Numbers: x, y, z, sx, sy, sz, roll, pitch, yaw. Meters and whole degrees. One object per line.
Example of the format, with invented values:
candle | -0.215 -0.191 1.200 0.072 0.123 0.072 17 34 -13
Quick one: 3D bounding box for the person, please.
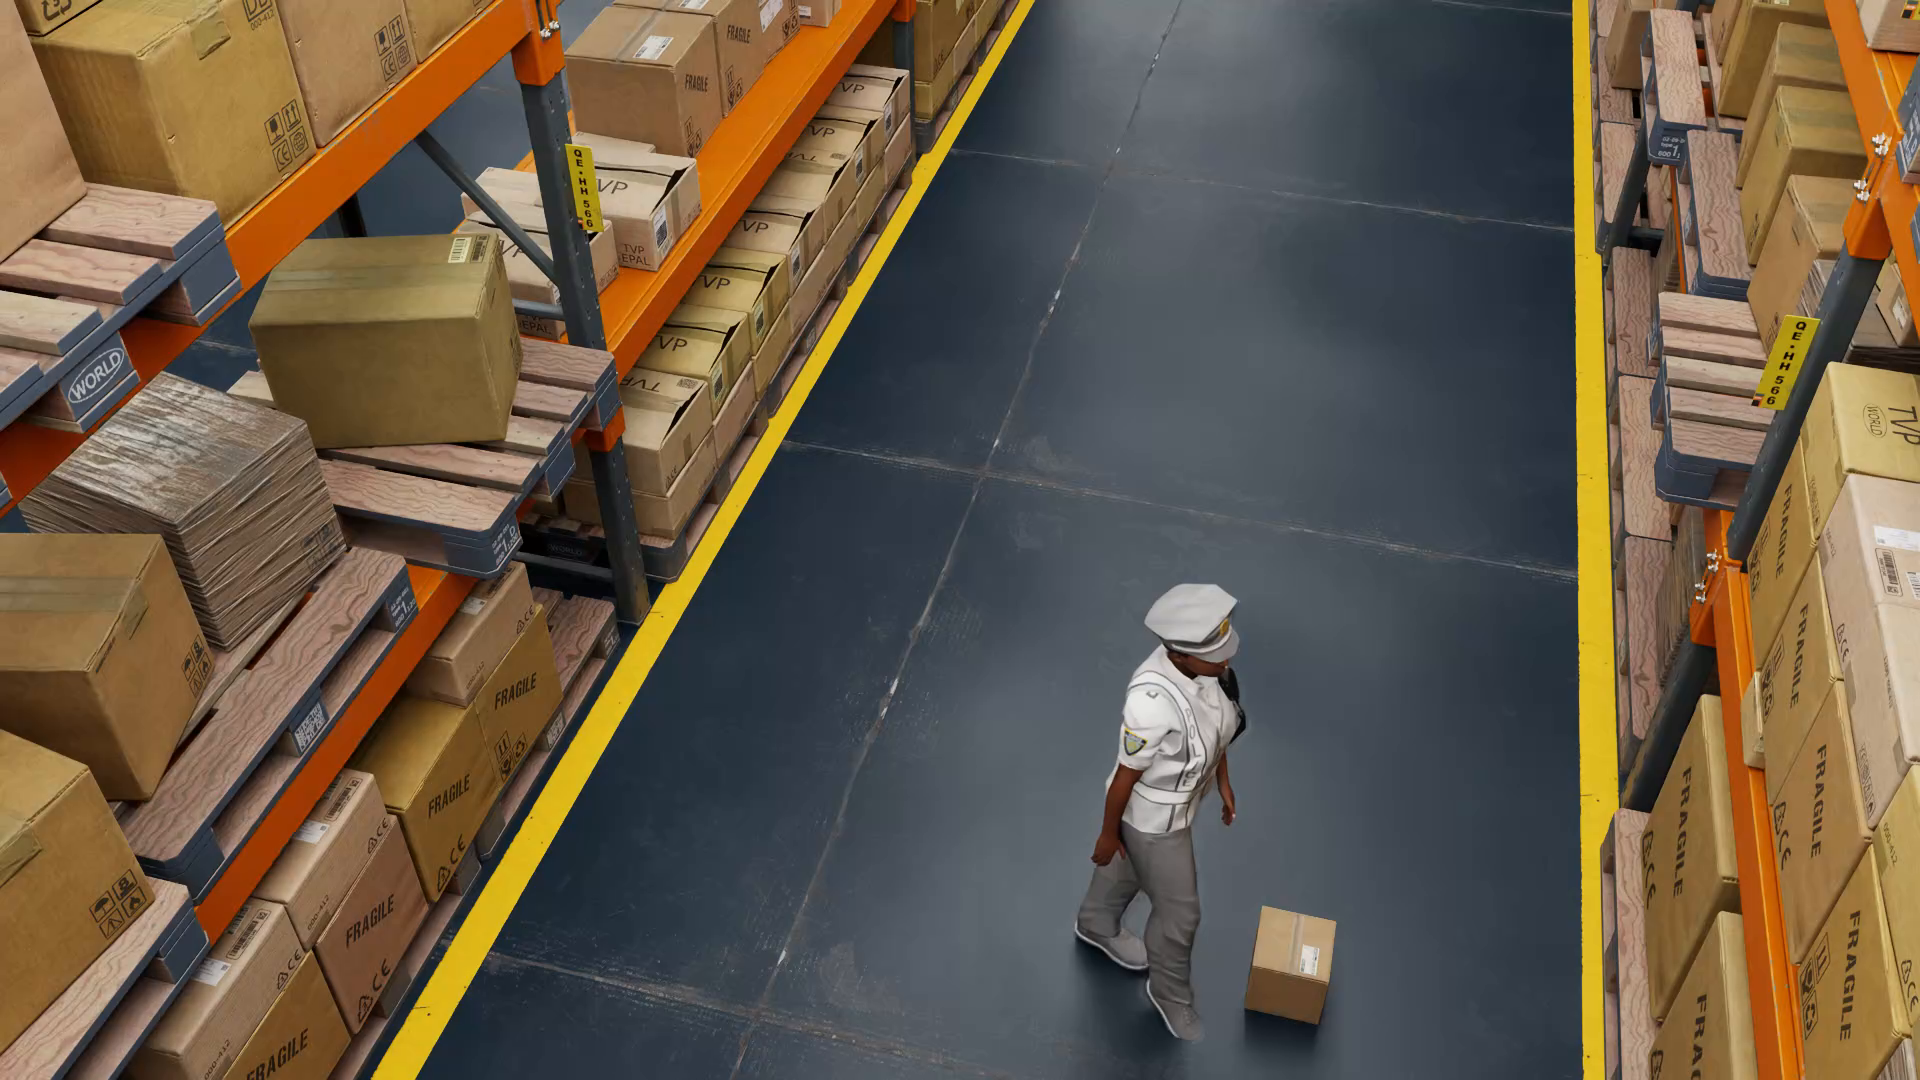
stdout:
person | 0.670 0.847 5.218 0.577 1.741 0.495 19 45 21
